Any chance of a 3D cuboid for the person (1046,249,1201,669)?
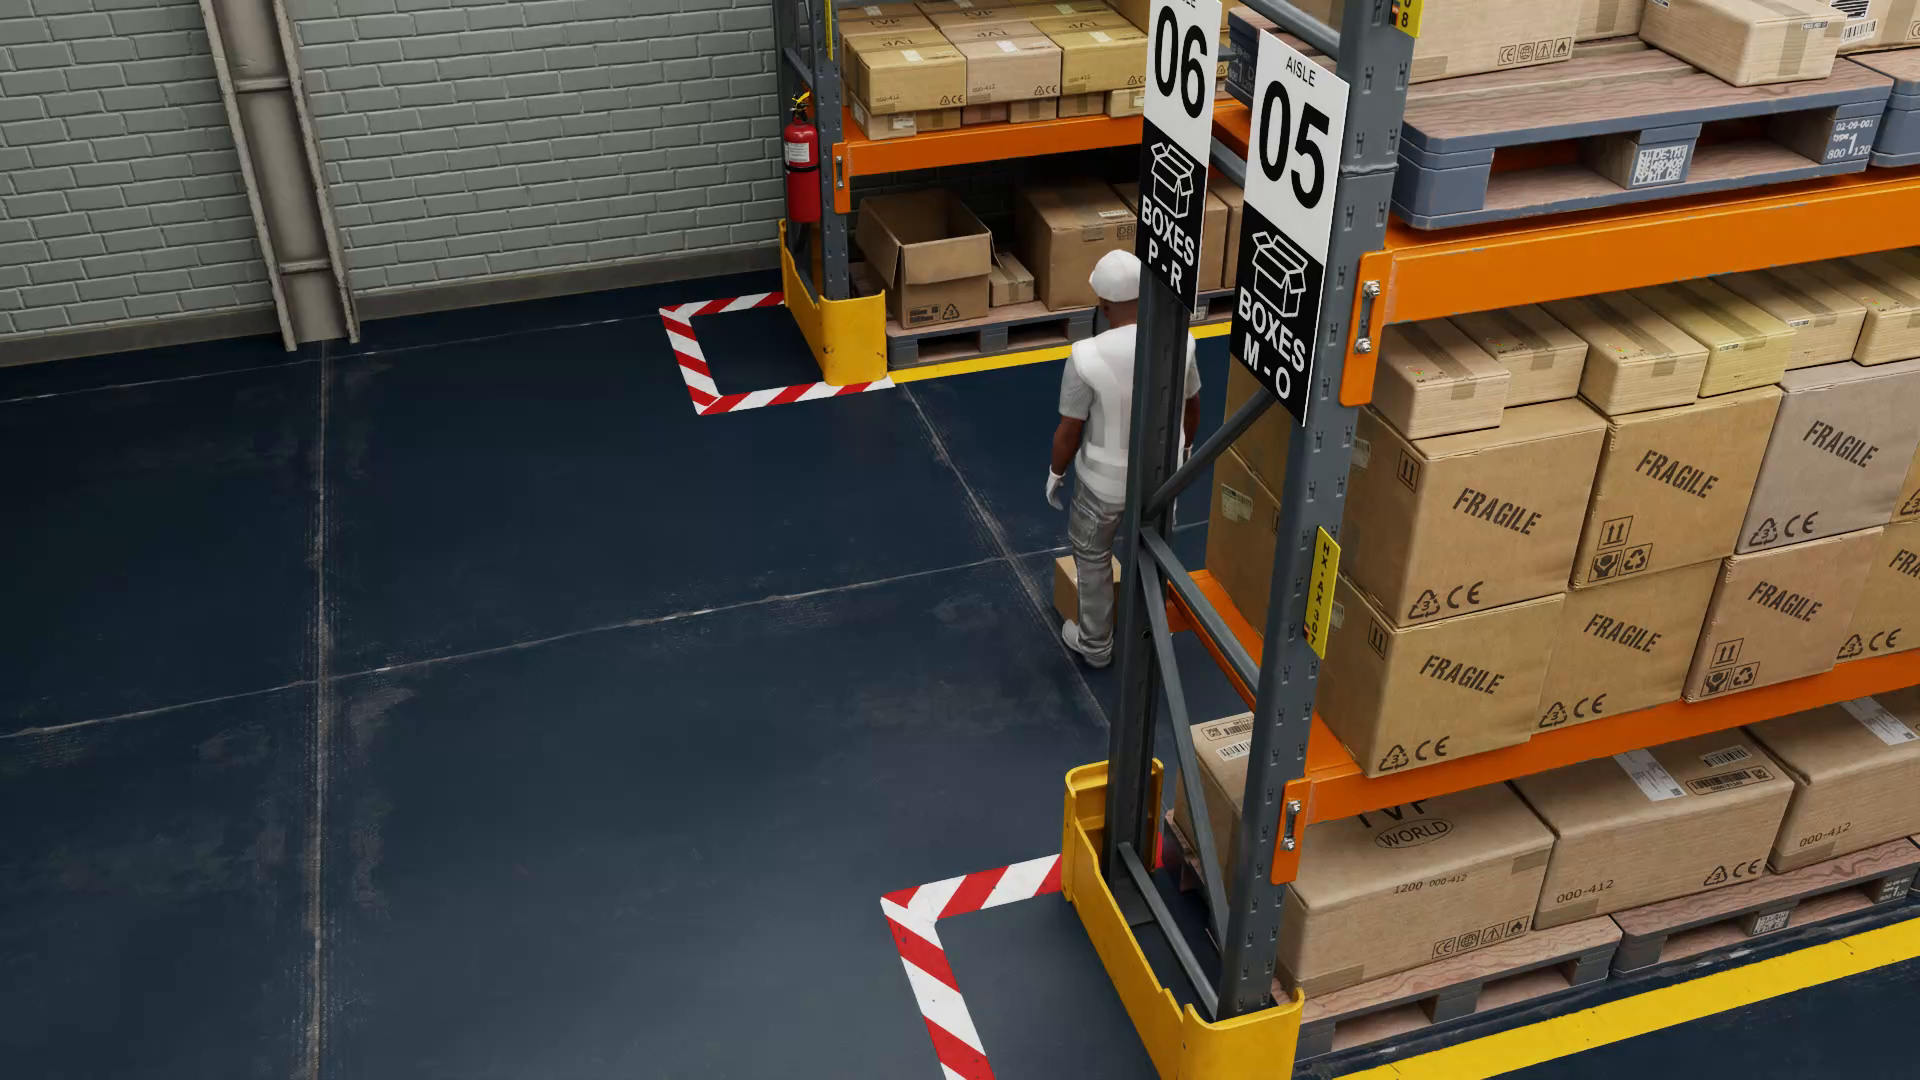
[{"bbox_3d":[0.642,-0.289,6.565,0.633,1.775,0.448,-11,35,-16],"label":"person"}]
